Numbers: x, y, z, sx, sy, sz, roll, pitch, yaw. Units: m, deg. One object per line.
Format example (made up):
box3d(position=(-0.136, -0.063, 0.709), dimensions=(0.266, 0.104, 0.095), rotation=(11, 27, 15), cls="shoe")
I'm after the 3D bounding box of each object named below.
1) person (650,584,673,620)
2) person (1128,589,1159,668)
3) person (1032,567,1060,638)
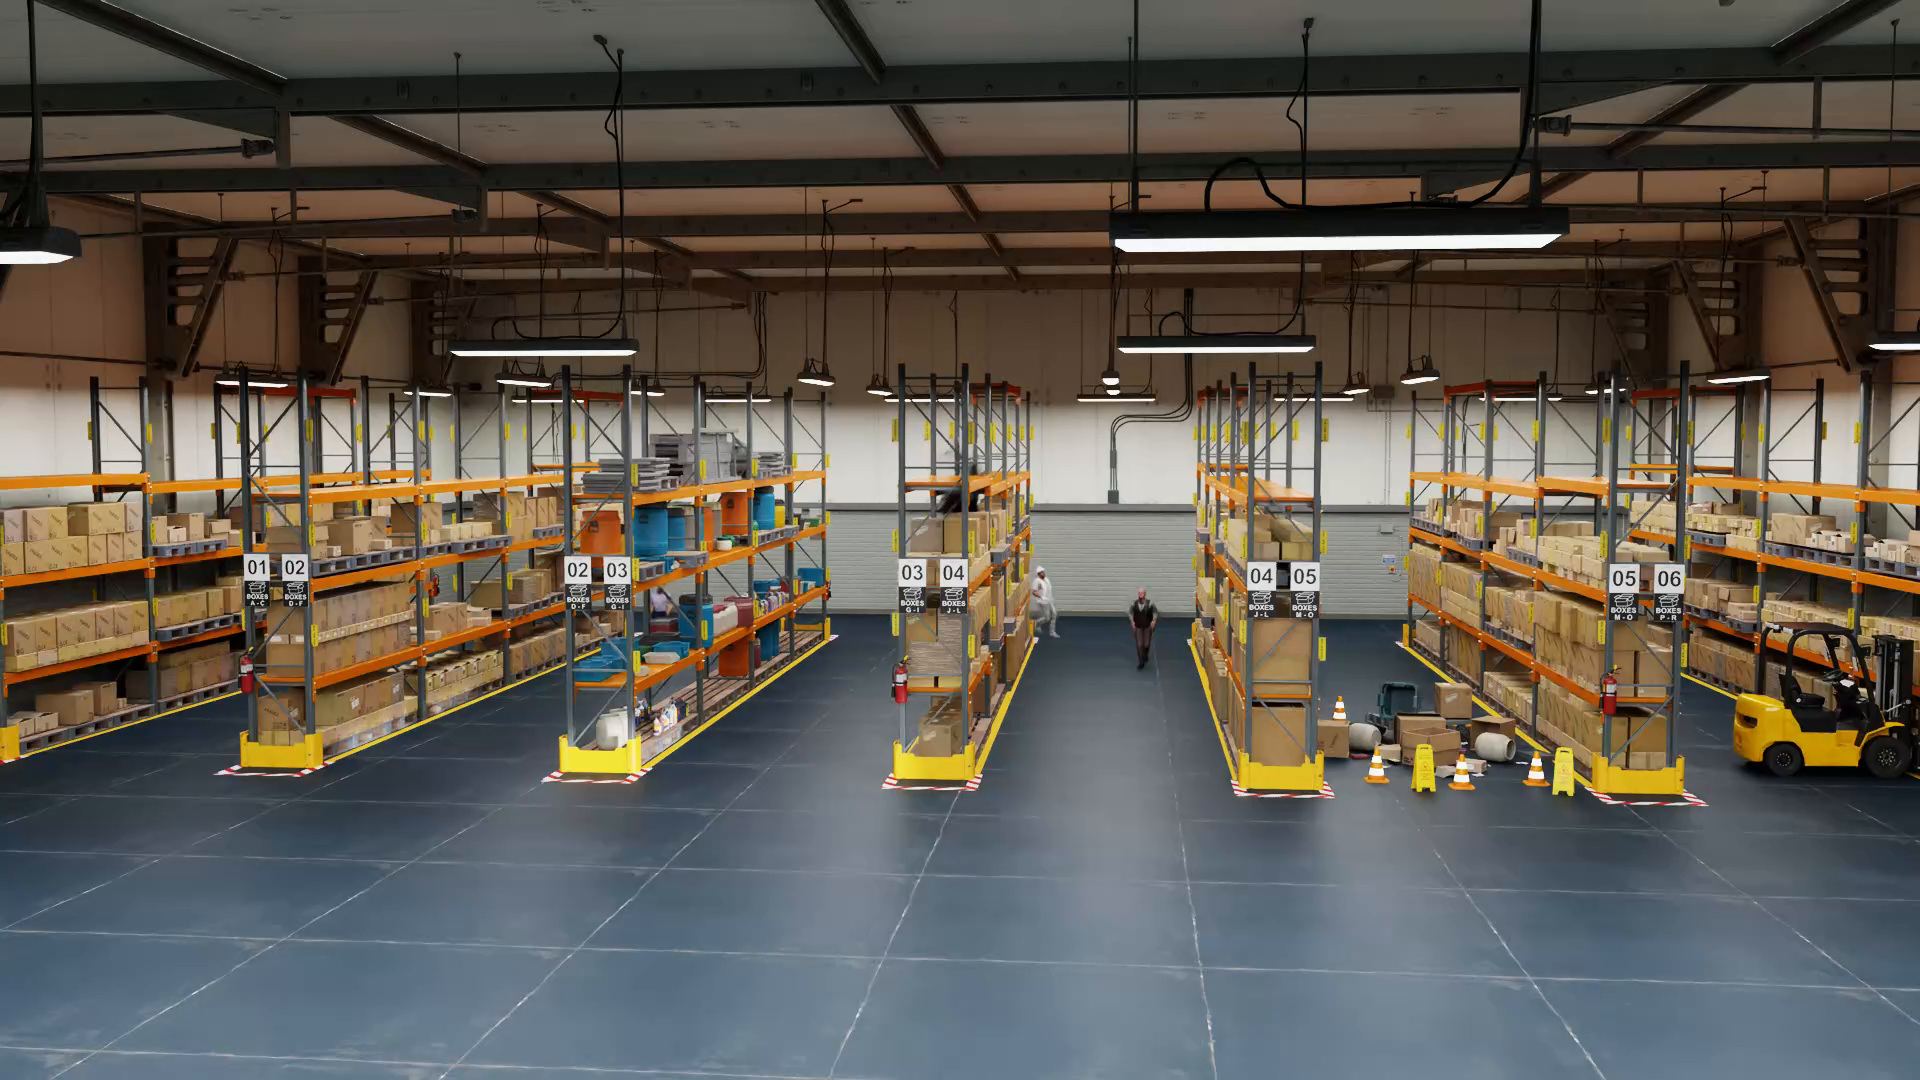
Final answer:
box3d(position=(-6.853, 1.757, 37.995), dimensions=(0.595, 1.603, 0.545), rotation=(0, 4, -6), cls="person")
box3d(position=(3.908, 1.886, 35.563), dimensions=(0.666, 1.687, 0.528), rotation=(1, 4, 13), cls="person")
box3d(position=(2.072, 1.526, 40.759), dimensions=(0.745, 1.758, 0.732), rotation=(3, 5, 37), cls="person")
